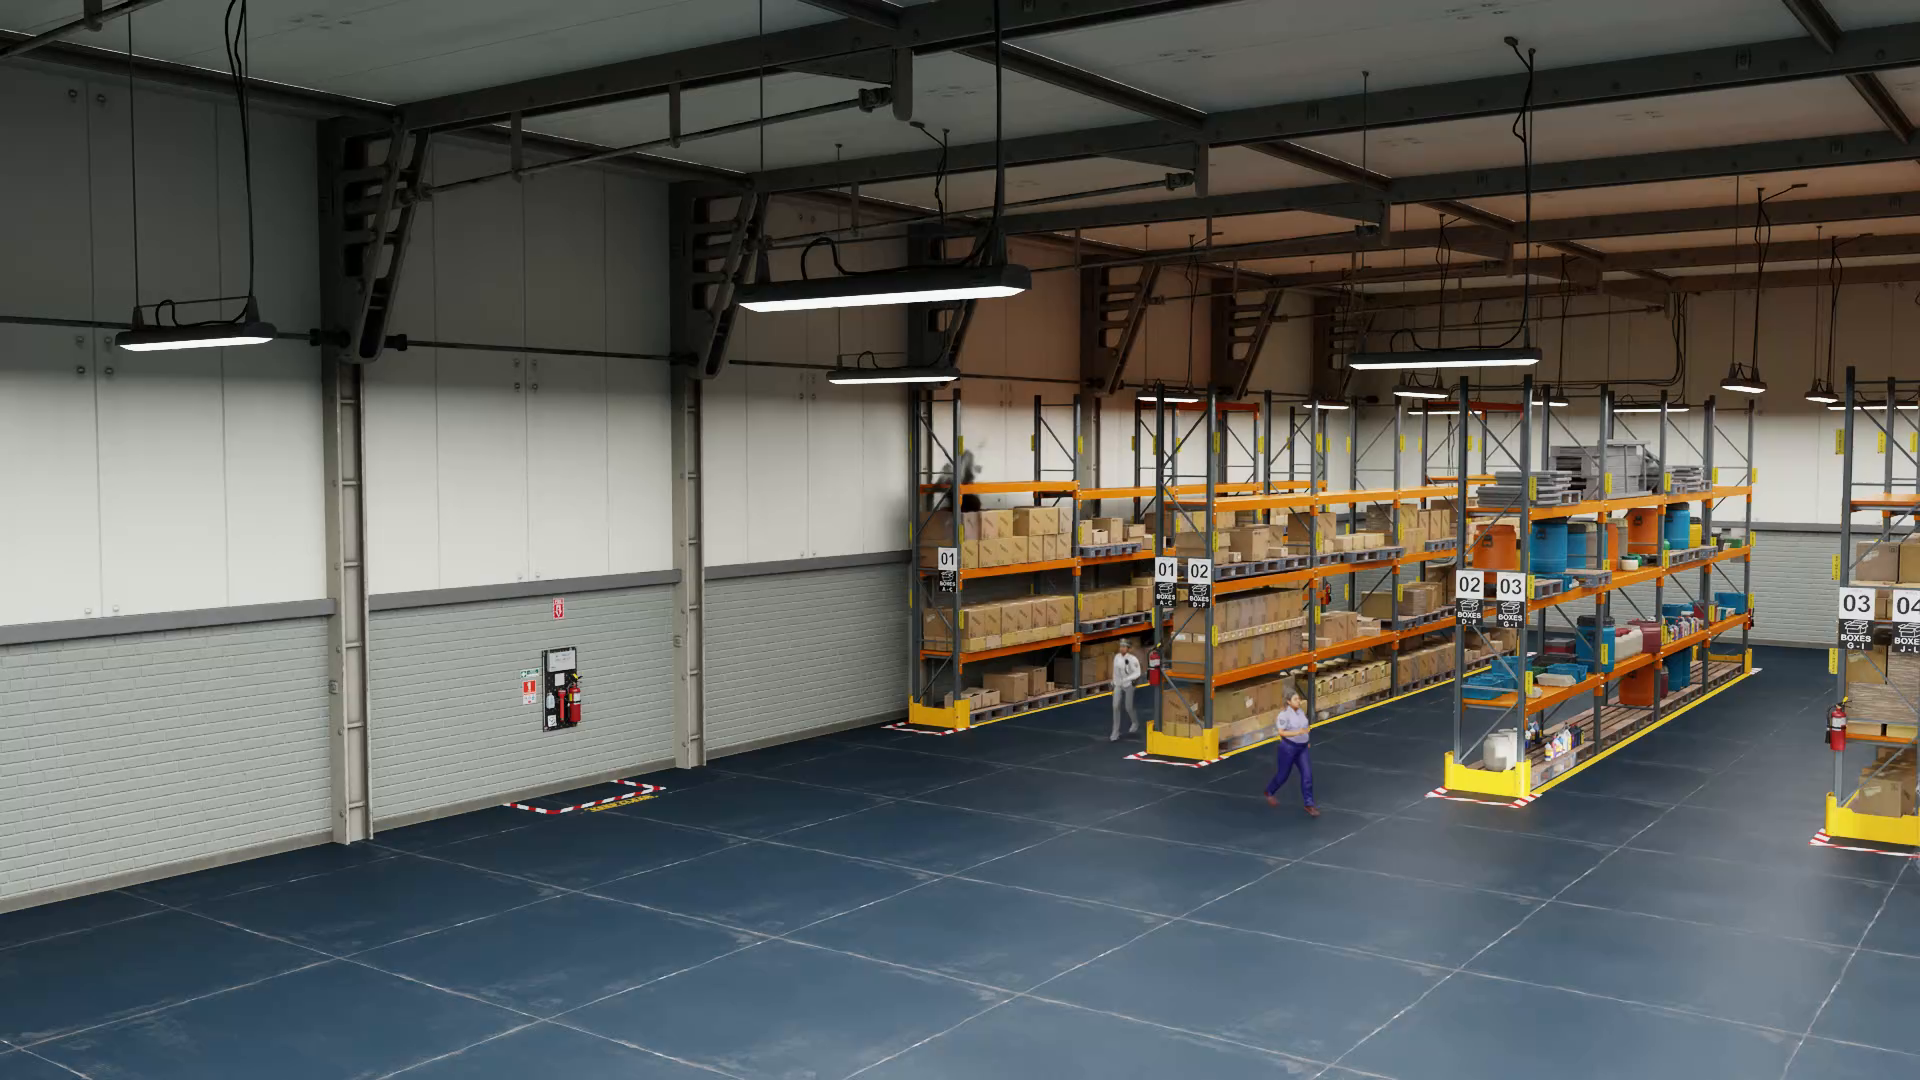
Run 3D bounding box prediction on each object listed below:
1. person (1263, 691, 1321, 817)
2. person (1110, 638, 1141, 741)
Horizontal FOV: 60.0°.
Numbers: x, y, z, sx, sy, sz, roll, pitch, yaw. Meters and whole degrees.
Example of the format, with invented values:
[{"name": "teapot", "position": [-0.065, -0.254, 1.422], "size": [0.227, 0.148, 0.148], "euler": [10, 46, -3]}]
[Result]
[{"name": "person", "position": [4.525, 2.884, 22.587], "size": [0.601, 1.623, 0.933], "euler": [-2, 4, -30]}, {"name": "person", "position": [2.834, 2.536, 28.489], "size": [0.622, 1.705, 0.875], "euler": [2, 4, 32]}]
